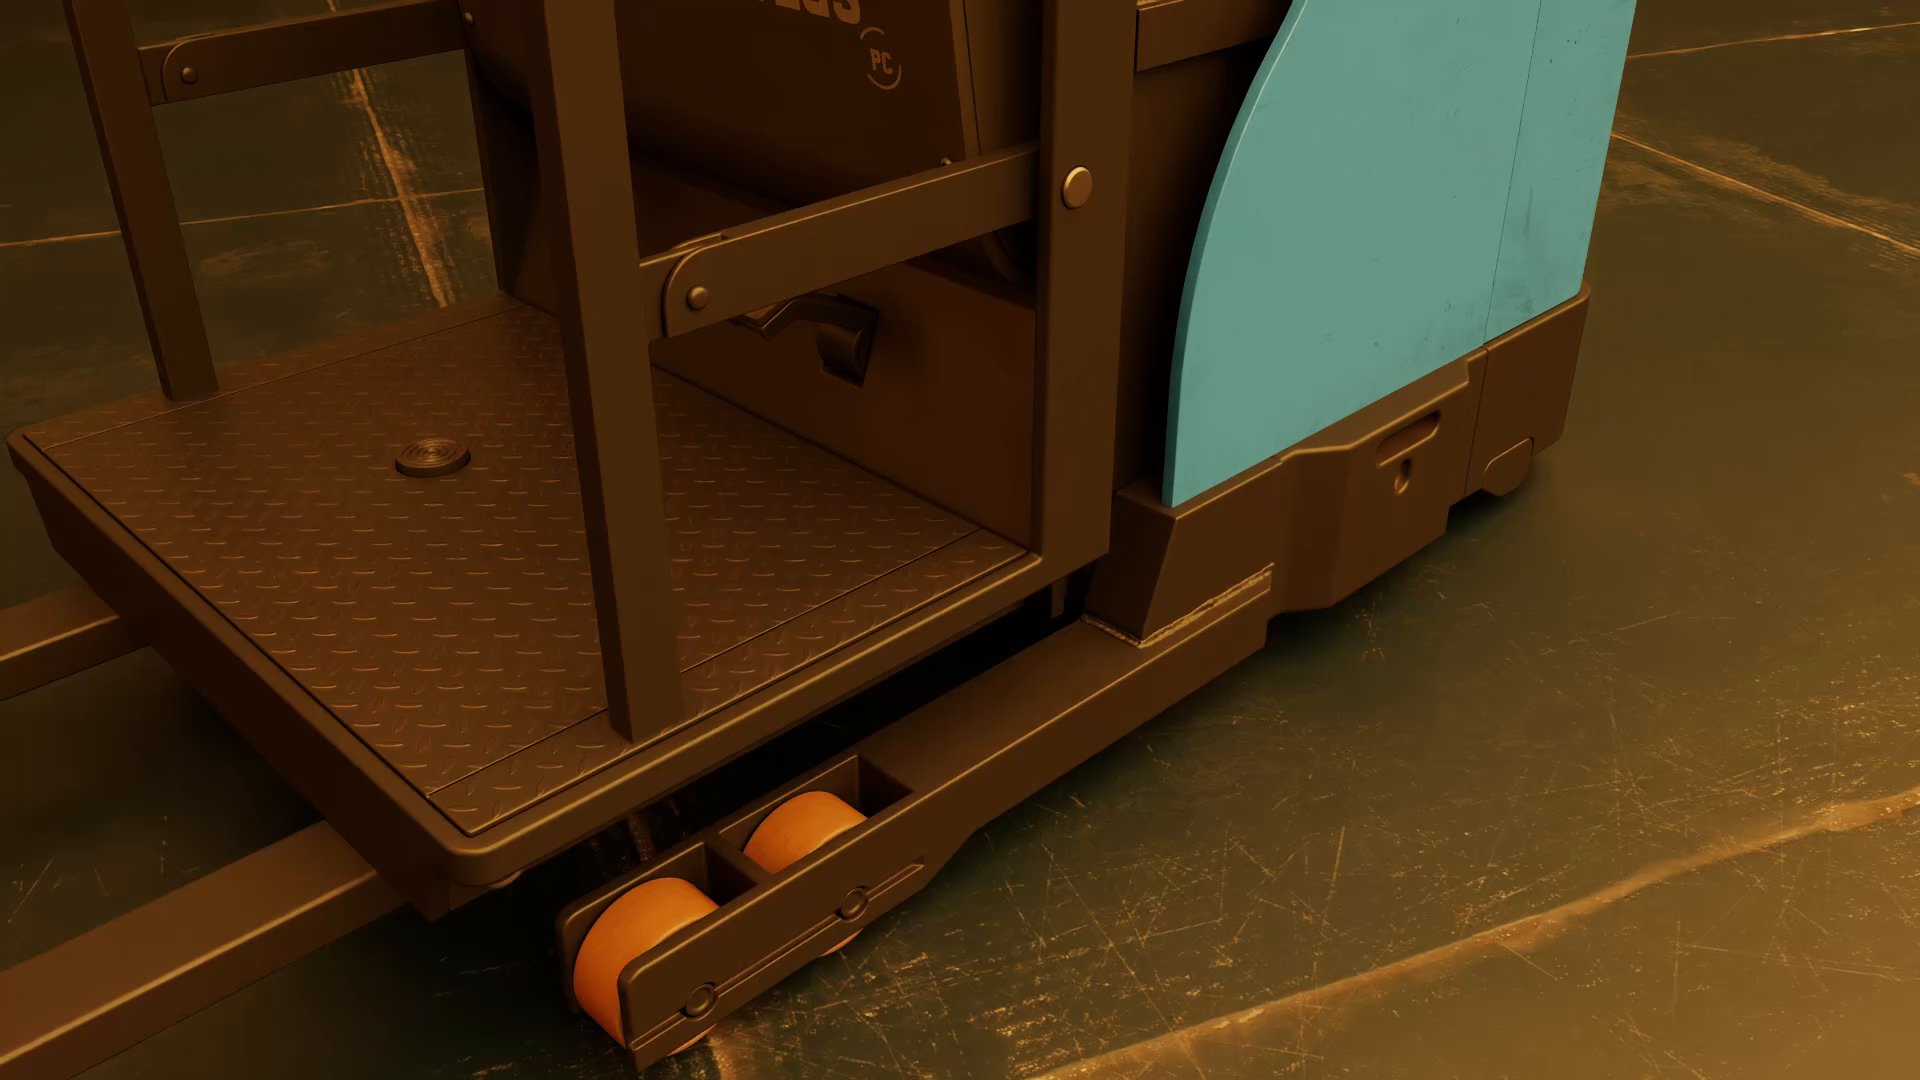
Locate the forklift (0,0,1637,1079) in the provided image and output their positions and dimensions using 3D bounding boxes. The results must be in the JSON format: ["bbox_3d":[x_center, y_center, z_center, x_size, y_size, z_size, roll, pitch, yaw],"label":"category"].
[{"bbox_3d":[-0.435,-1.063,1.405,3.031,2.935,1.130,-26,39,-37],"label":"forklift"}]
